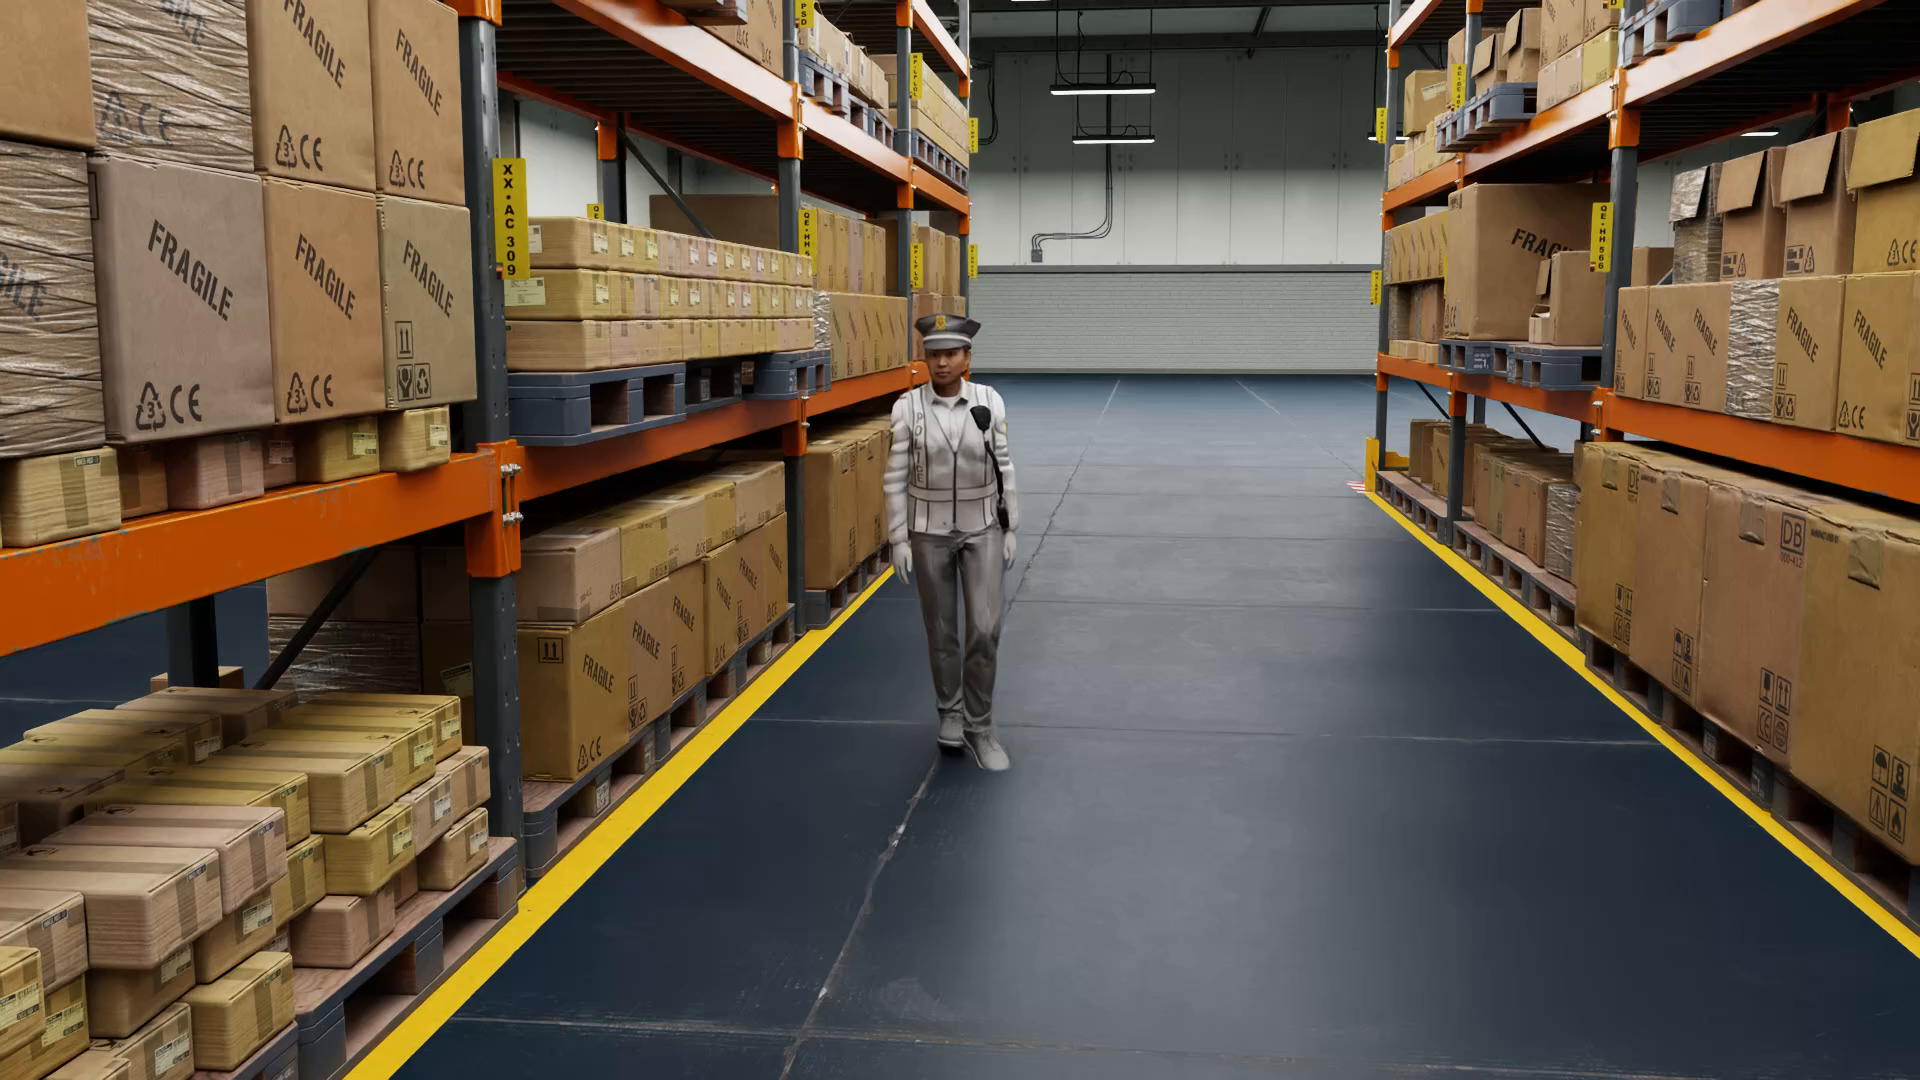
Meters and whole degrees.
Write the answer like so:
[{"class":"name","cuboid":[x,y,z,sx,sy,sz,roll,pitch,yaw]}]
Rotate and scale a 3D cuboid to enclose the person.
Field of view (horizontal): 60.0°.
[{"class":"person","cuboid":[-0.035,0.021,6.237,0.512,1.729,0.580,0,8,1]}]
